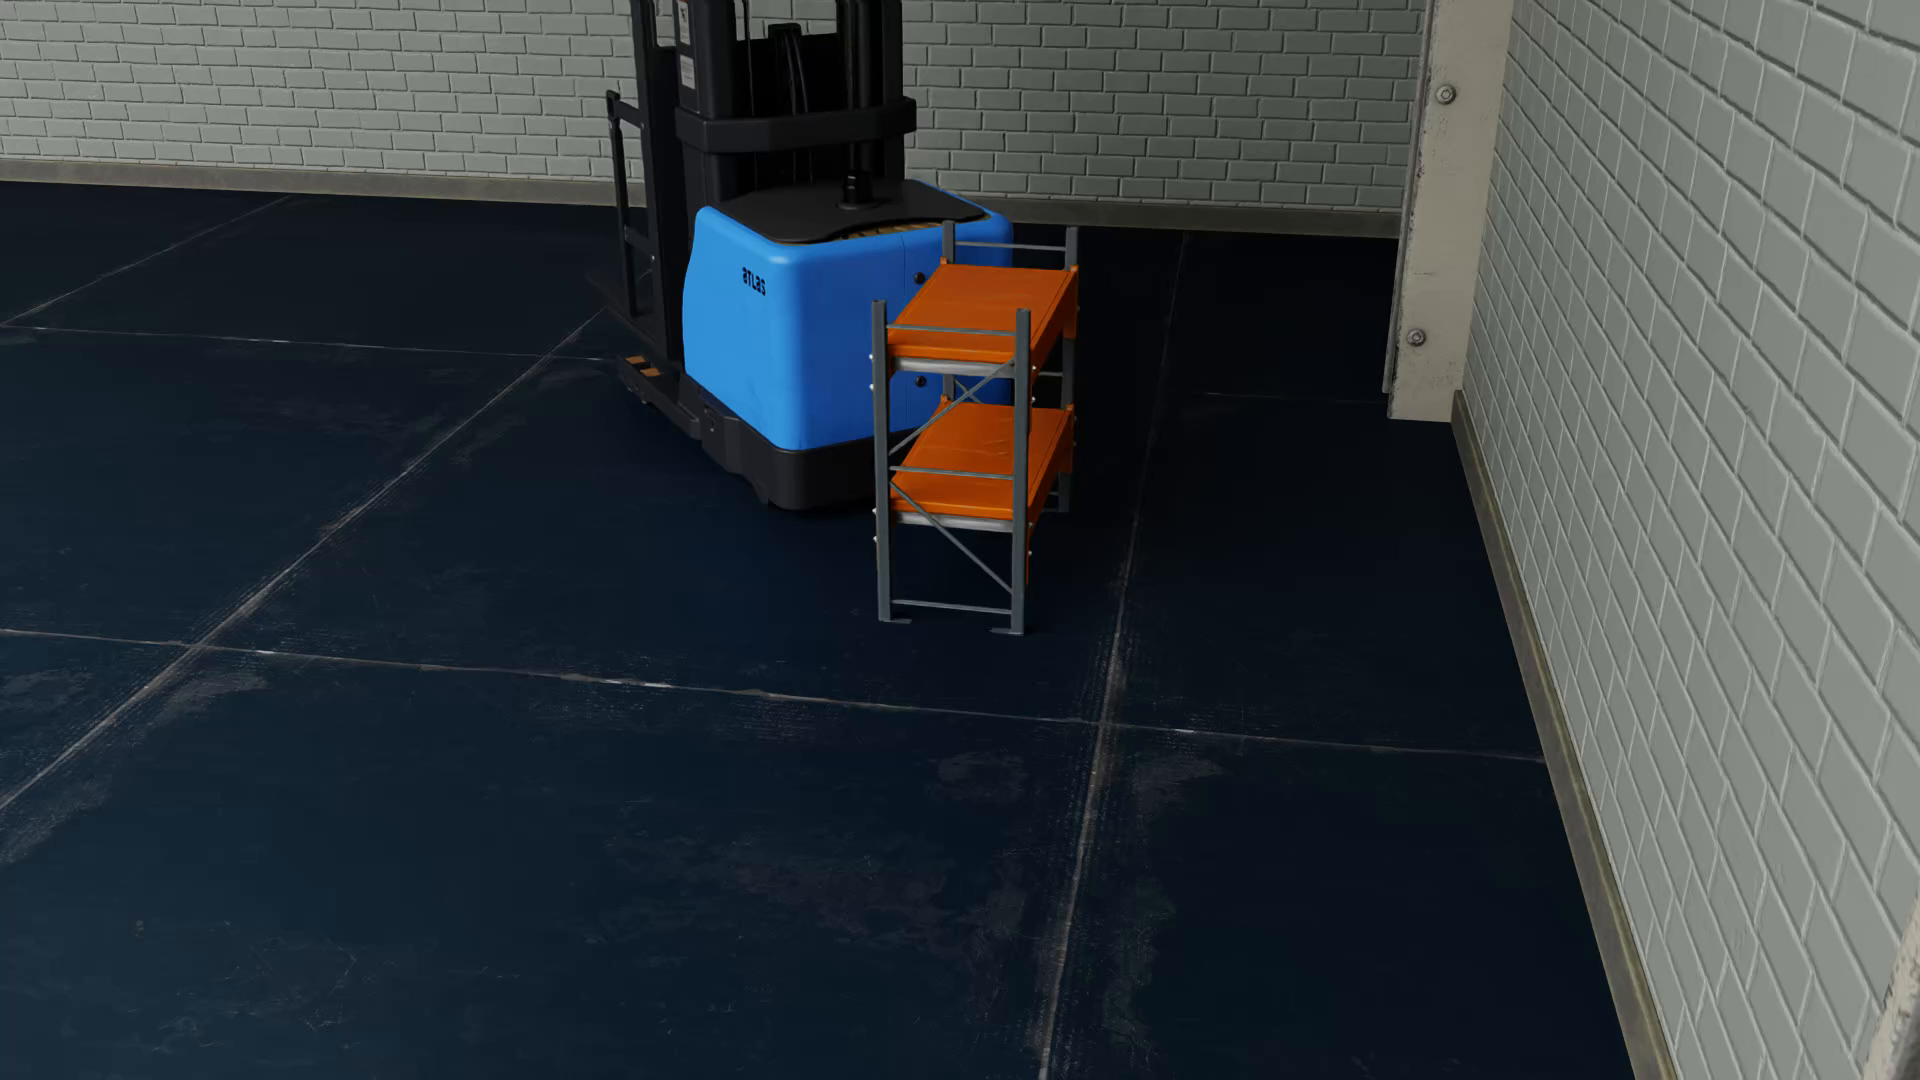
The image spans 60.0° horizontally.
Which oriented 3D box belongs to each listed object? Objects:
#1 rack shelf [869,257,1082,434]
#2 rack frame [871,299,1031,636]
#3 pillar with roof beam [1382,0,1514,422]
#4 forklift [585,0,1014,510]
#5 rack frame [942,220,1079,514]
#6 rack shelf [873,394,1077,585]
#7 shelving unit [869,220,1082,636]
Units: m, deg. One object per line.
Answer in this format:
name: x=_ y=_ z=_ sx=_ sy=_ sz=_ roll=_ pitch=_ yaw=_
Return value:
rack shelf: x=0.077 y=-0.692 z=5.710 sx=0.538 sy=0.278 sz=1.000 roll=5 pitch=26 yaw=11
rack frame: x=-0.029 y=-0.216 z=5.384 sx=0.500 sy=1.125 sz=0.032 roll=5 pitch=26 yaw=11
pillar with roof beam: x=-2.158 y=-4.987 z=6.290 sx=9.100 sy=9.000 sz=0.400 roll=4 pitch=25 yaw=9
forklift: x=-0.934 y=-2.028 z=7.124 sx=1.130 sy=2.935 sz=3.031 roll=-13 pitch=28 yaw=-26
rack frame: x=0.183 y=-0.637 z=6.285 sx=0.500 sy=1.125 sz=0.032 roll=5 pitch=26 yaw=11
rack shelf: x=0.077 y=-0.205 z=5.938 sx=0.538 sy=0.278 sz=1.000 roll=5 pitch=26 yaw=11
shelving unit: x=0.077 y=-0.427 z=5.834 sx=0.538 sy=1.125 sz=1.048 roll=5 pitch=26 yaw=11
